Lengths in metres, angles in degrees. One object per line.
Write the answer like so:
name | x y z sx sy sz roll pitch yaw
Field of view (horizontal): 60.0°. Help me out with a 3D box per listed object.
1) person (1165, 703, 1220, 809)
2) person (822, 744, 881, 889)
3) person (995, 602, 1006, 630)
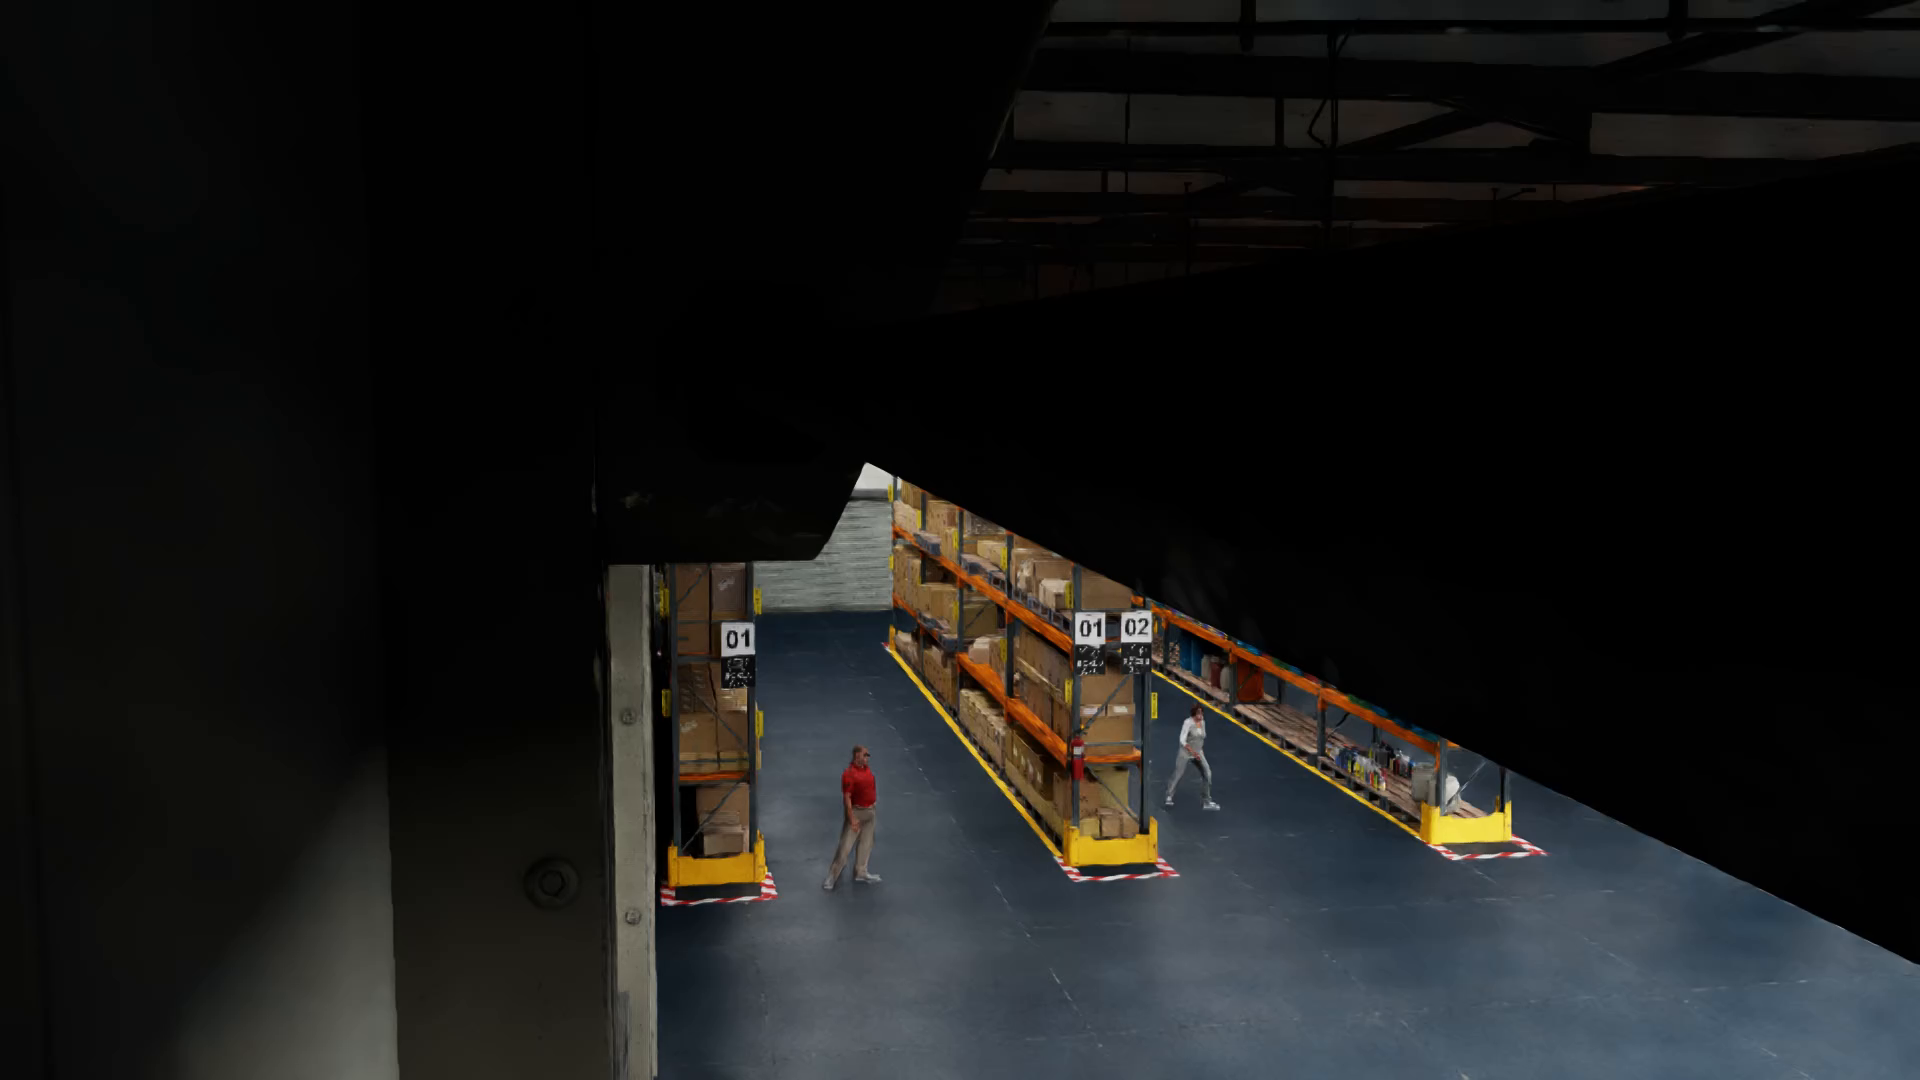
person | 3.259 3.022 23.497 0.554 1.526 0.785 -3 7 -28
person | -1.319 3.319 20.018 0.504 1.724 0.722 4 7 32
person | 0.929 1.591 35.768 0.382 1.728 0.659 -1 6 -10
